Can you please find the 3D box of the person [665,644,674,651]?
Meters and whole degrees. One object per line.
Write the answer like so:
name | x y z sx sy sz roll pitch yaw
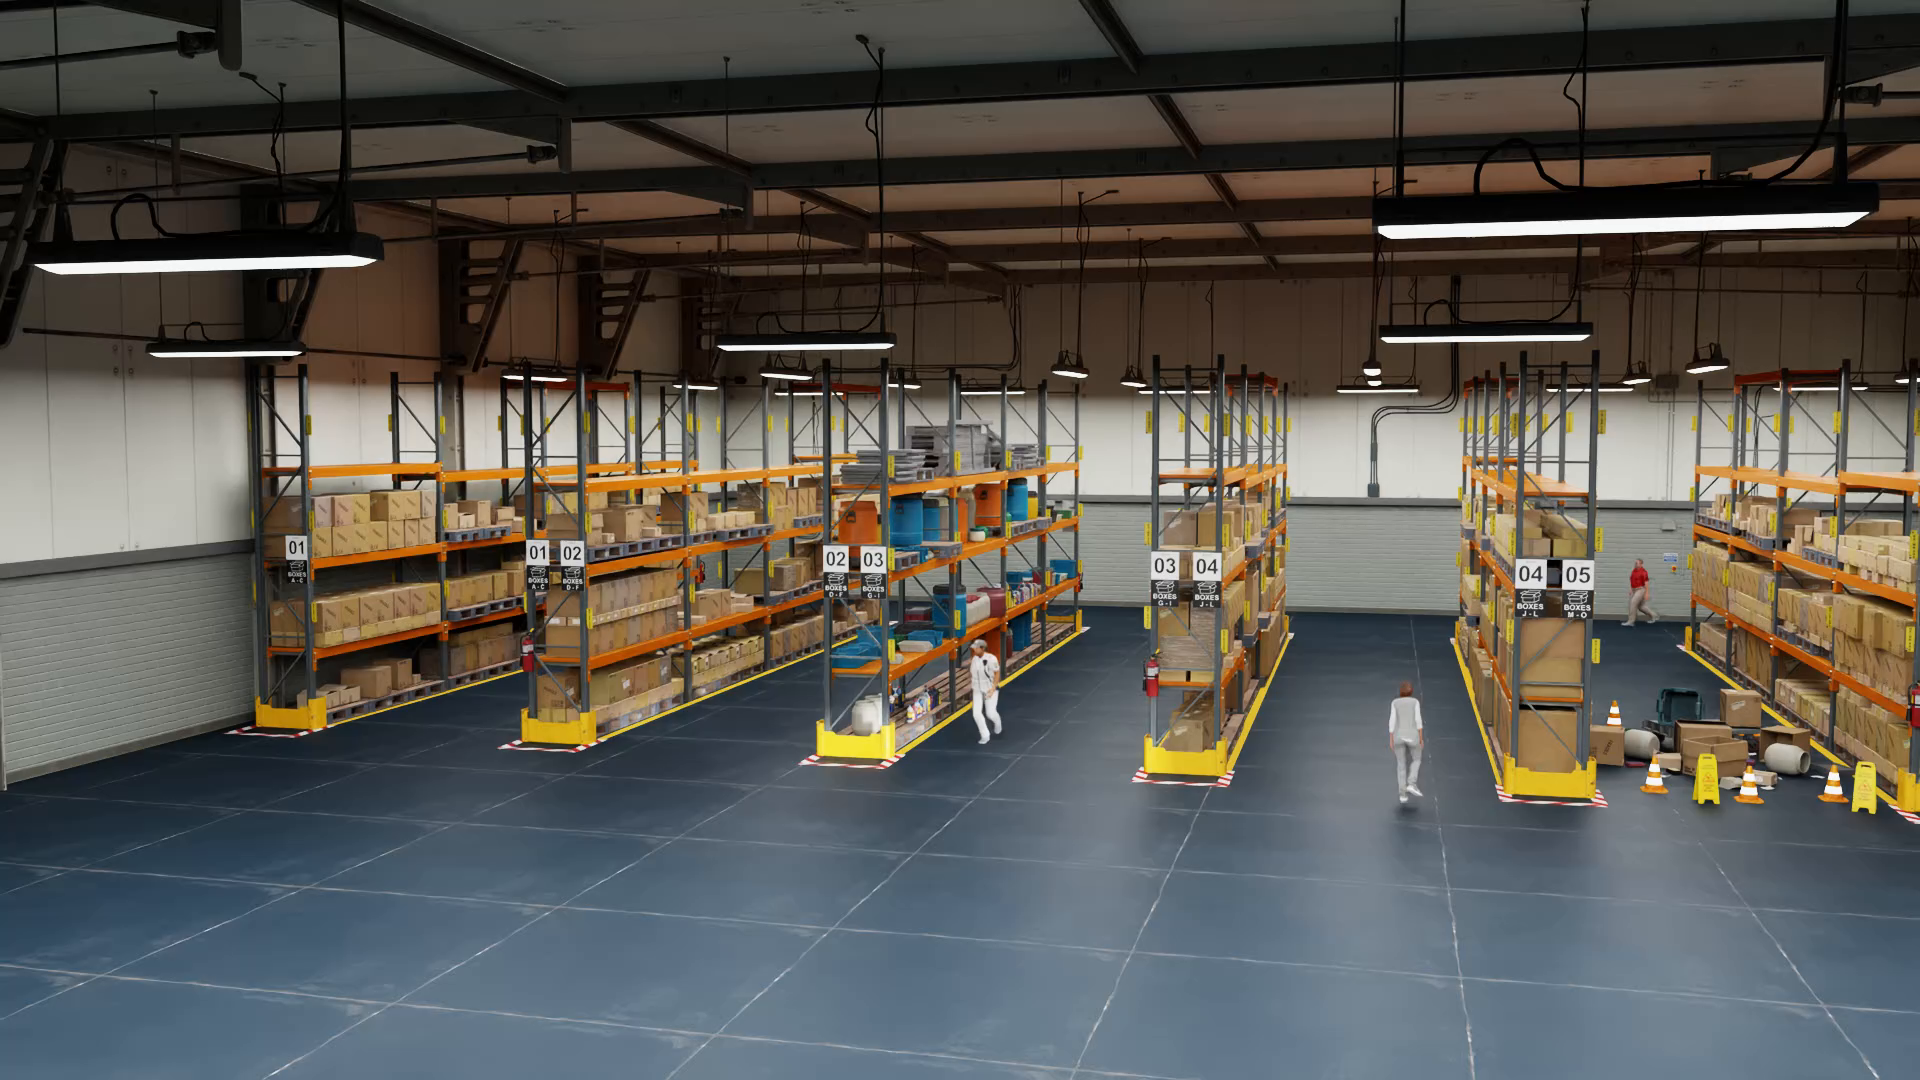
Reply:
person | -6.130 1.746 34.926 0.510 1.665 0.967 0 4 4

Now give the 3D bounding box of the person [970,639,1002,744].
person | 0.411 2.381 26.346 0.538 1.636 0.575 2 5 29

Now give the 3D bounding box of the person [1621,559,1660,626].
person | 16.926 1.298 41.345 0.991 1.683 0.534 0 4 3

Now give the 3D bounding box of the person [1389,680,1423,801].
person | 5.946 2.670 22.163 0.456 1.586 0.441 2 4 21
